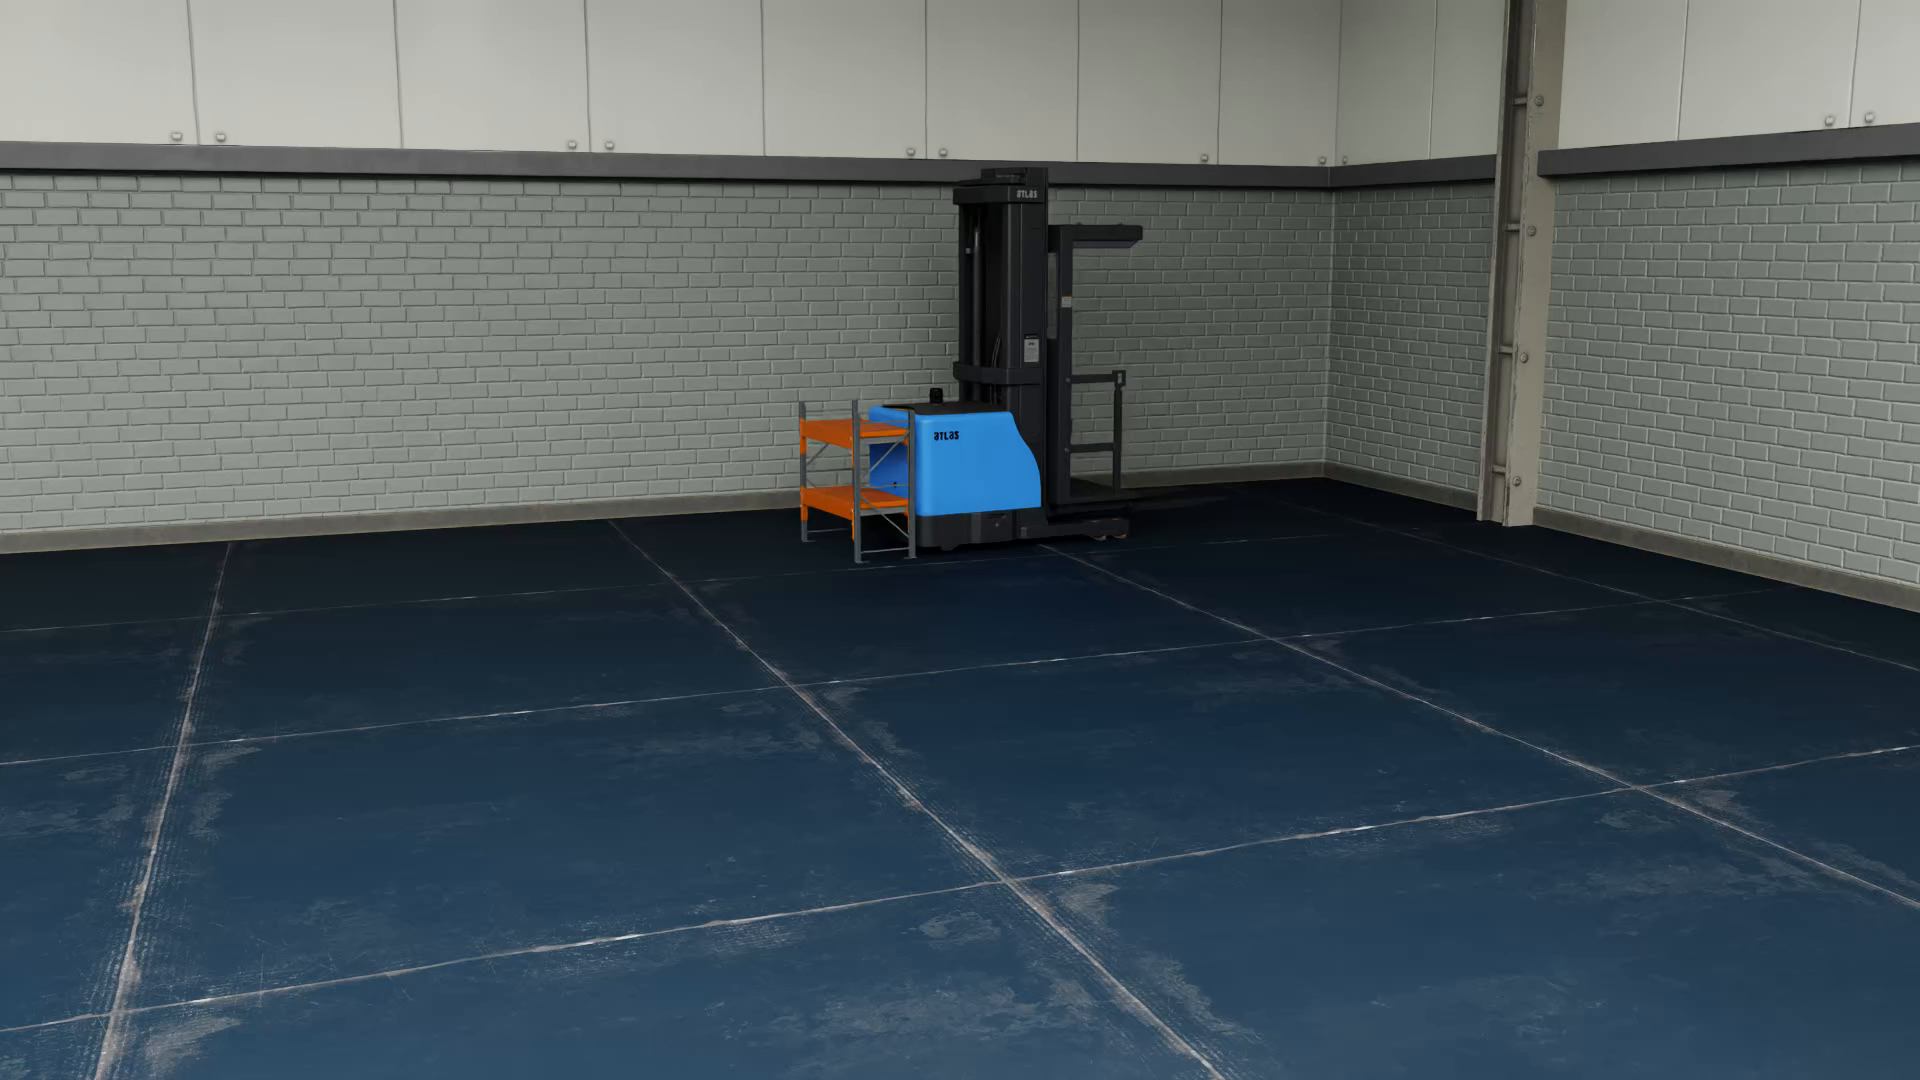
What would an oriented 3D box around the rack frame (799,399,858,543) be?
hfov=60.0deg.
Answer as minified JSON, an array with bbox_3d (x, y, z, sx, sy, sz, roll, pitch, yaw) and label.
[{"bbox_3d":[-1.047,-0.556,13.336,0.500,1.125,0.032,-5,11,-28],"label":"rack frame"}]

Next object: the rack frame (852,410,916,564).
[{"bbox_3d":[-0.566,-0.400,12.454,0.500,1.125,0.032,-5,11,-28],"label":"rack frame"}]

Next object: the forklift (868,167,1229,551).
[{"bbox_3d":[0.803,-1.513,13.558,3.031,2.935,1.130,-5,11,-27],"label":"forklift"}]

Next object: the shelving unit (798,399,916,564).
[{"bbox_3d":[-0.806,-0.478,12.895,0.538,1.125,1.048,-5,11,-28],"label":"shelving unit"}]

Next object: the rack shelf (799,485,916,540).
[{"bbox_3d":[-0.806,-0.237,12.938,0.538,0.278,1.000,-5,11,-28],"label":"rack shelf"}]

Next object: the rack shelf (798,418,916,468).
[{"bbox_3d":[-0.806,-0.766,12.844,0.538,0.278,1.000,-5,11,-28],"label":"rack shelf"}]

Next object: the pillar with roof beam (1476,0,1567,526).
[{"bbox_3d":[0.679,-4.313,11.974,9.100,9.000,0.400,-4,11,-21],"label":"pillar with roof beam"}]
